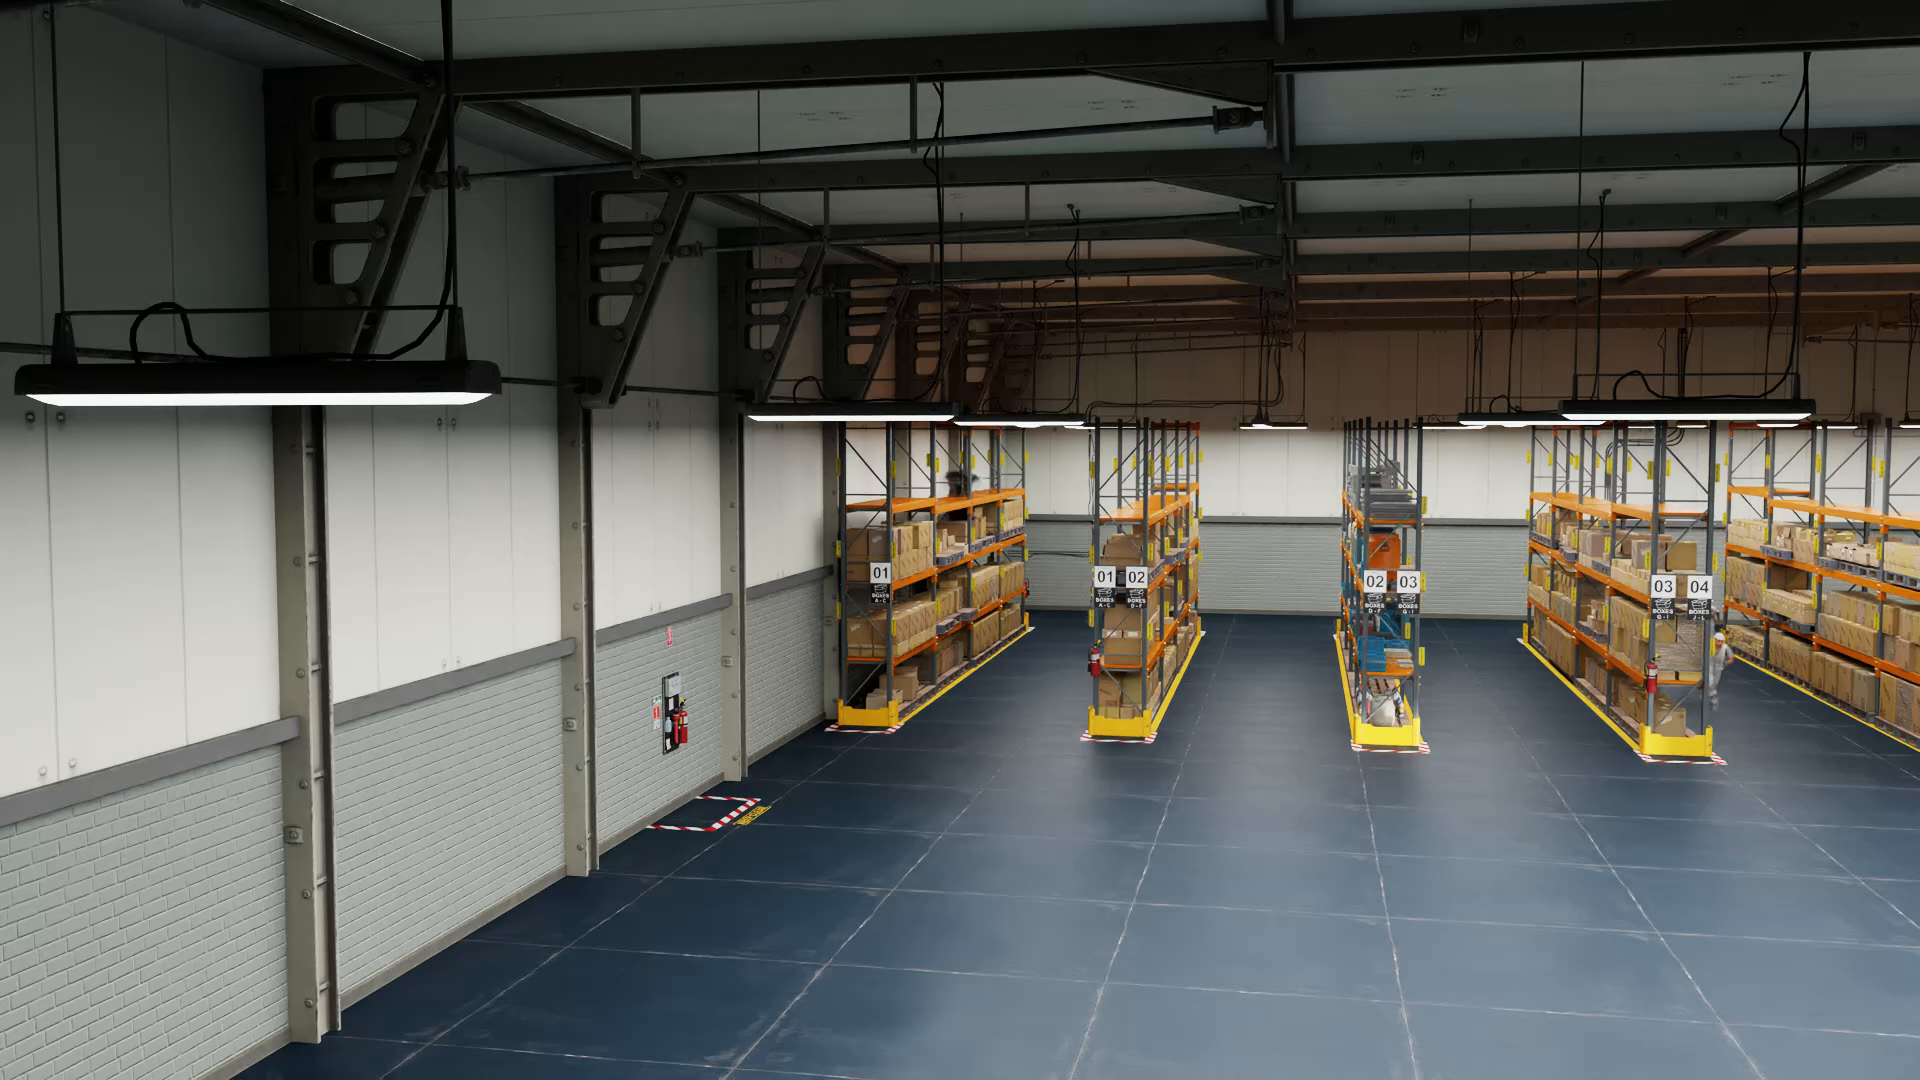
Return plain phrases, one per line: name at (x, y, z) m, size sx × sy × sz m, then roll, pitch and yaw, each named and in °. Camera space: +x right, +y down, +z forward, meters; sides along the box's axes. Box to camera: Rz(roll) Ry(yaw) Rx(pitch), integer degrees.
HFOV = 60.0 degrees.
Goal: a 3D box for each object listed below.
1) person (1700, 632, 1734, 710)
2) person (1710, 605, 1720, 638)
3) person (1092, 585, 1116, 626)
person at (15.567, 2.665, 34.375) m, size 0.669 × 1.592 × 1.126 m, roll 1°, pitch 4°, yaw 12°
person at (18.529, 2.204, 41.274) m, size 0.598 × 1.740 × 0.895 m, roll 1°, pitch 4°, yaw 18°
person at (4.254, 1.724, 49.054) m, size 0.937 × 1.625 × 0.709 m, roll 2°, pitch 4°, yaw 27°
